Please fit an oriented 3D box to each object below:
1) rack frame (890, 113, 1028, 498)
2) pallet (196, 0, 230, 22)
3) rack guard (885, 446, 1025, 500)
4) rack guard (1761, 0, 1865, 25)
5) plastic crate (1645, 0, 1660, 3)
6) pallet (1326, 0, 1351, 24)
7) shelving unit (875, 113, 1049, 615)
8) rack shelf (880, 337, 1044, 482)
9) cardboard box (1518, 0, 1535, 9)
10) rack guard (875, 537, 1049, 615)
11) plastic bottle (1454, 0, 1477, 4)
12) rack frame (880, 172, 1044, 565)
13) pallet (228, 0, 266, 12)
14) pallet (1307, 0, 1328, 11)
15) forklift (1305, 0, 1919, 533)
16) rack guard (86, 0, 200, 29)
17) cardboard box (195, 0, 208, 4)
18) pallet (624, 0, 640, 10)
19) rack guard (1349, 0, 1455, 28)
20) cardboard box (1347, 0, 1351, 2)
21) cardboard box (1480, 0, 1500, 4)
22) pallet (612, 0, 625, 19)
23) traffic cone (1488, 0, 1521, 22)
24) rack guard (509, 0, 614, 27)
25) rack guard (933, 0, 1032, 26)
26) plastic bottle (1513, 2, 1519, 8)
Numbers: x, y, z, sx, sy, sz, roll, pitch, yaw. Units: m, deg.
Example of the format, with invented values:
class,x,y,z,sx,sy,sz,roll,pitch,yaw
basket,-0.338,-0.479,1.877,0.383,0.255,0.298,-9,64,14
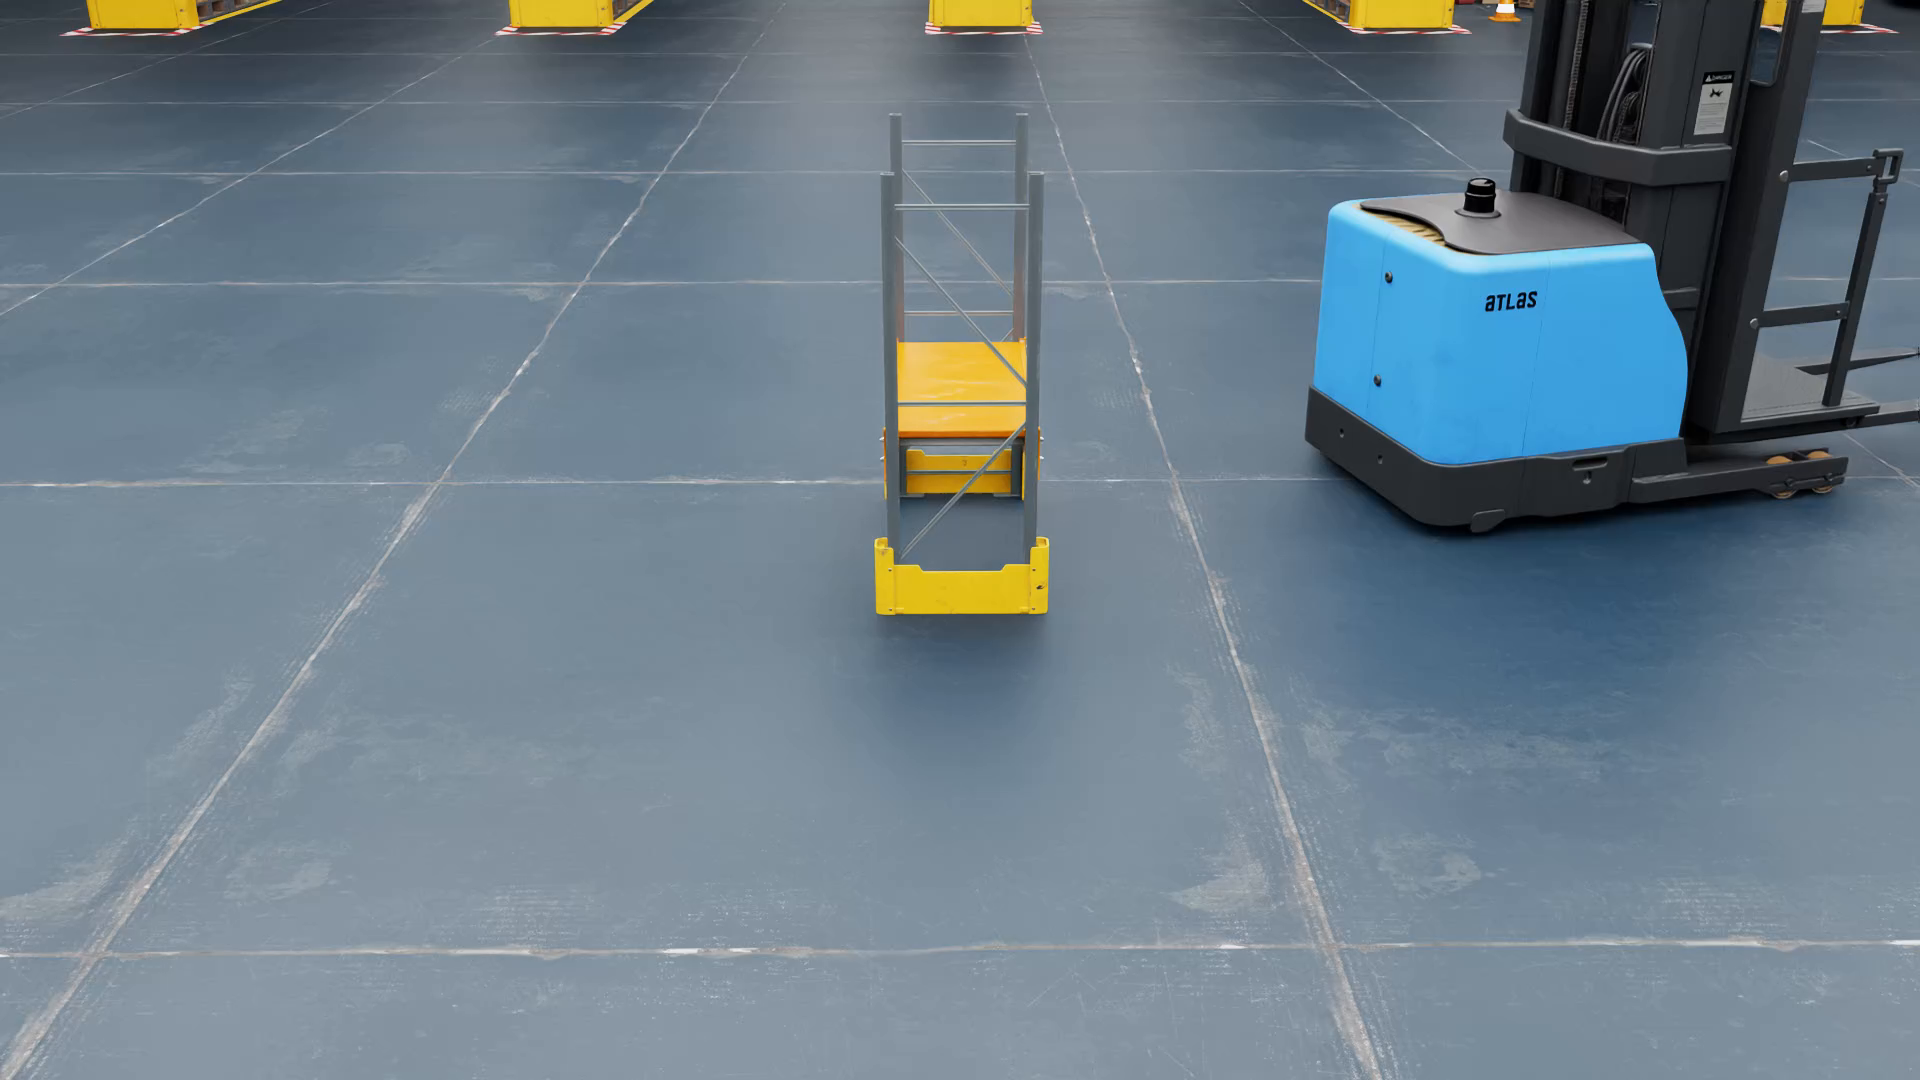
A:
class,x,y,z,sx,sy,sz,roll,pitch,yaw
rack frame,-0.005,-0.858,6.326,0.500,1.500,0.032,0,24,-1
pallet,-9.693,-6.504,20.374,1.003,0.211,1.213,0,24,-1
rack guard,-0.005,-0.288,6.583,0.587,0.250,0.087,0,24,-1
rack guard,10.172,-6.439,19.881,1.175,0.500,0.348,0,24,-1
plastic crate,9.326,-7.214,22.104,0.402,0.080,0.583,-9,26,-19
pallet,5.137,-6.542,20.458,1.003,0.211,1.213,0,24,-1
shelving unit,0.001,-0.652,5.871,0.587,1.500,1.083,0,24,-1
rack shelf,0.001,-0.484,5.937,0.538,0.185,1.000,0,24,-1
cardboard box,7.622,-7.122,21.386,0.797,0.503,0.637,-19,31,-36
rack guard,0.006,0.123,5.675,0.587,0.250,0.087,0,24,-1
plastic bottle,6.623,-7.057,21.779,0.283,0.061,0.133,-9,26,-19
rack frame,0.006,-0.439,5.400,0.500,1.500,0.032,0,24,-1
pallet,-9.703,-7.005,21.483,1.003,0.211,1.213,0,24,-1
pallet,5.127,-7.043,21.566,1.003,0.211,1.213,0,24,-1
forklift,3.030,-1.699,6.450,3.031,2.935,1.130,-7,25,-16
rack guard,-9.642,-6.311,19.596,1.175,0.500,0.348,0,24,-1
cardboard box,-9.426,-6.620,20.074,0.500,0.250,0.500,0,24,-1
pallet,-4.751,-7.077,21.641,1.003,0.211,1.213,0,24,-1
rack guard,5.224,-6.334,19.649,1.175,0.500,0.348,0,24,-1
cardboard box,5.150,-6.985,20.124,0.875,0.875,0.875,0,24,0
cardboard box,7.041,-7.186,21.815,0.396,0.266,0.258,4,25,9
pallet,-4.741,-6.575,20.532,1.003,0.211,1.213,0,24,-1
traffic cone,6.638,-6.552,20.176,0.336,0.463,0.334,0,24,-1
rack guard,-4.737,-6.372,19.733,1.175,0.500,0.348,0,24,-1
rack guard,0.262,-6.395,19.782,1.175,0.500,0.348,0,24,-1
plastic bottle,7.065,-6.908,21.450,0.133,0.061,0.283,-9,26,-19
